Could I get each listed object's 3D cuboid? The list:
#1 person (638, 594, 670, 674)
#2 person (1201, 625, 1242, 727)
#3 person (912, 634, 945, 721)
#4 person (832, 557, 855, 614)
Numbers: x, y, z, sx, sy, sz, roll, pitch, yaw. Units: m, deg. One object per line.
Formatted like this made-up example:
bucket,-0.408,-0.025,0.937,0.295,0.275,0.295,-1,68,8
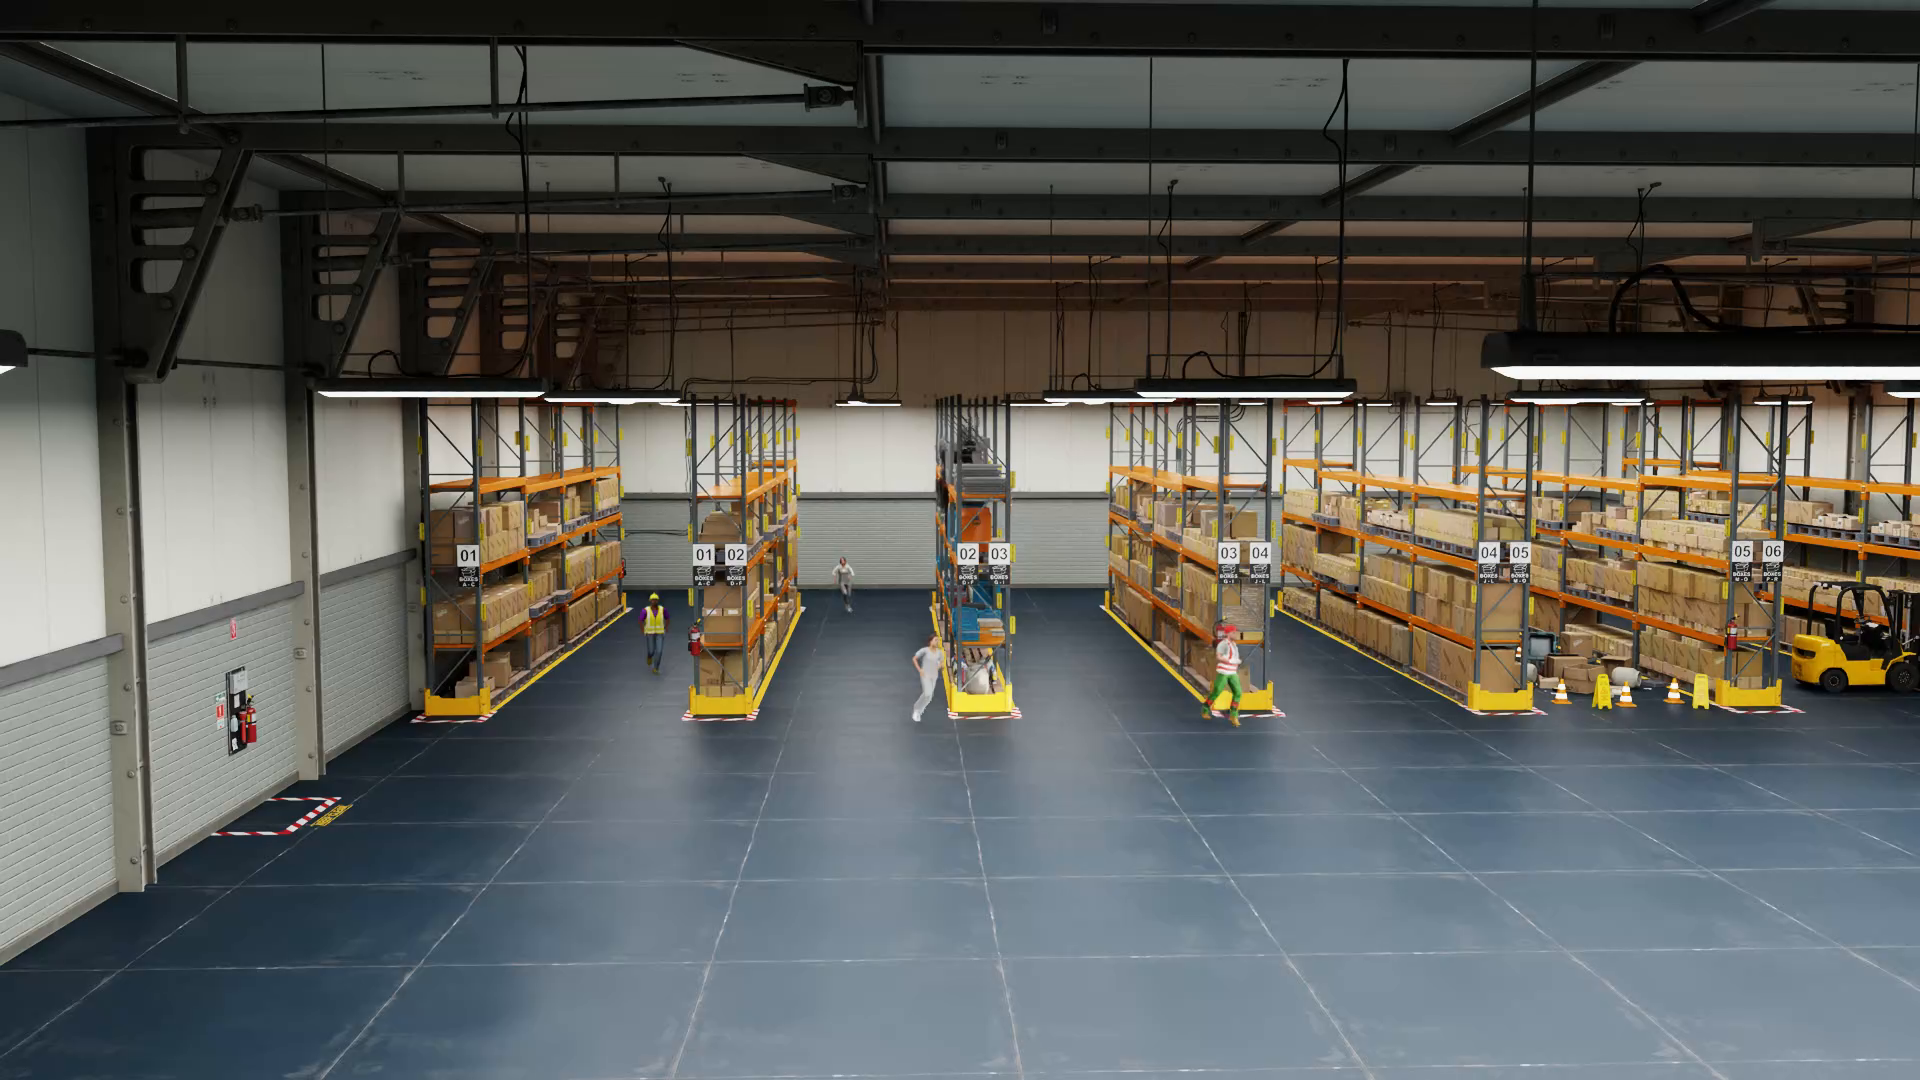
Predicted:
person,-6.617,2.025,36.084,0.699,1.724,0.701,-1,5,-18
person,4.848,2.452,30.295,0.863,1.817,0.694,4,6,45
person,-0.556,2.516,30.508,0.628,1.593,0.568,-3,5,-31
person,-3.268,1.262,46.756,0.592,1.603,0.675,-1,5,-17
